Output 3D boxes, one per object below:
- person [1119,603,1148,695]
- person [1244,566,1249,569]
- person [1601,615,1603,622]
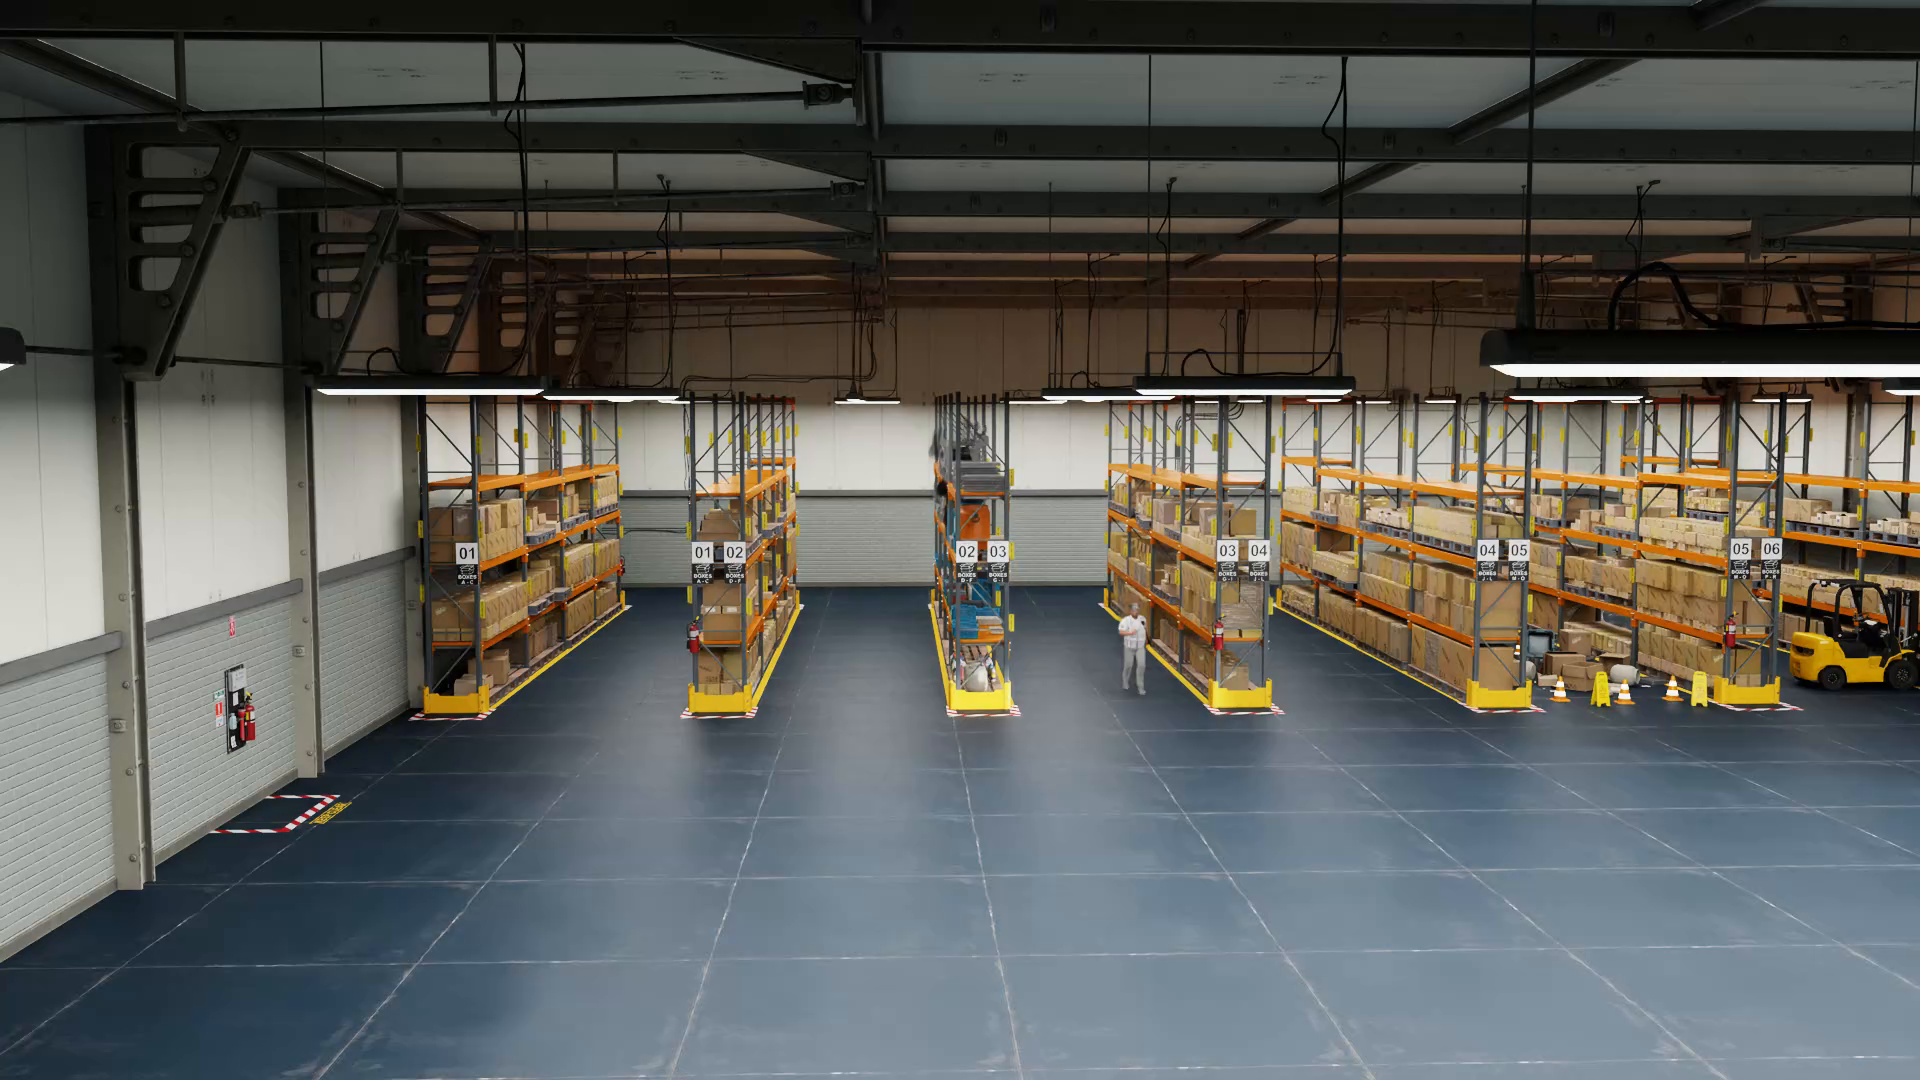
[{"bbox_3d":[3.477,2.162,33.362,0.664,1.840,0.847,-1,5,-9],"label":"person"},{"bbox_3d":[8.017,1.260,45.781,0.585,1.647,0.744,0,5,6],"label":"person"},{"bbox_3d":[16.188,1.419,42.184,0.662,1.786,0.951,0,5,-5],"label":"person"}]
